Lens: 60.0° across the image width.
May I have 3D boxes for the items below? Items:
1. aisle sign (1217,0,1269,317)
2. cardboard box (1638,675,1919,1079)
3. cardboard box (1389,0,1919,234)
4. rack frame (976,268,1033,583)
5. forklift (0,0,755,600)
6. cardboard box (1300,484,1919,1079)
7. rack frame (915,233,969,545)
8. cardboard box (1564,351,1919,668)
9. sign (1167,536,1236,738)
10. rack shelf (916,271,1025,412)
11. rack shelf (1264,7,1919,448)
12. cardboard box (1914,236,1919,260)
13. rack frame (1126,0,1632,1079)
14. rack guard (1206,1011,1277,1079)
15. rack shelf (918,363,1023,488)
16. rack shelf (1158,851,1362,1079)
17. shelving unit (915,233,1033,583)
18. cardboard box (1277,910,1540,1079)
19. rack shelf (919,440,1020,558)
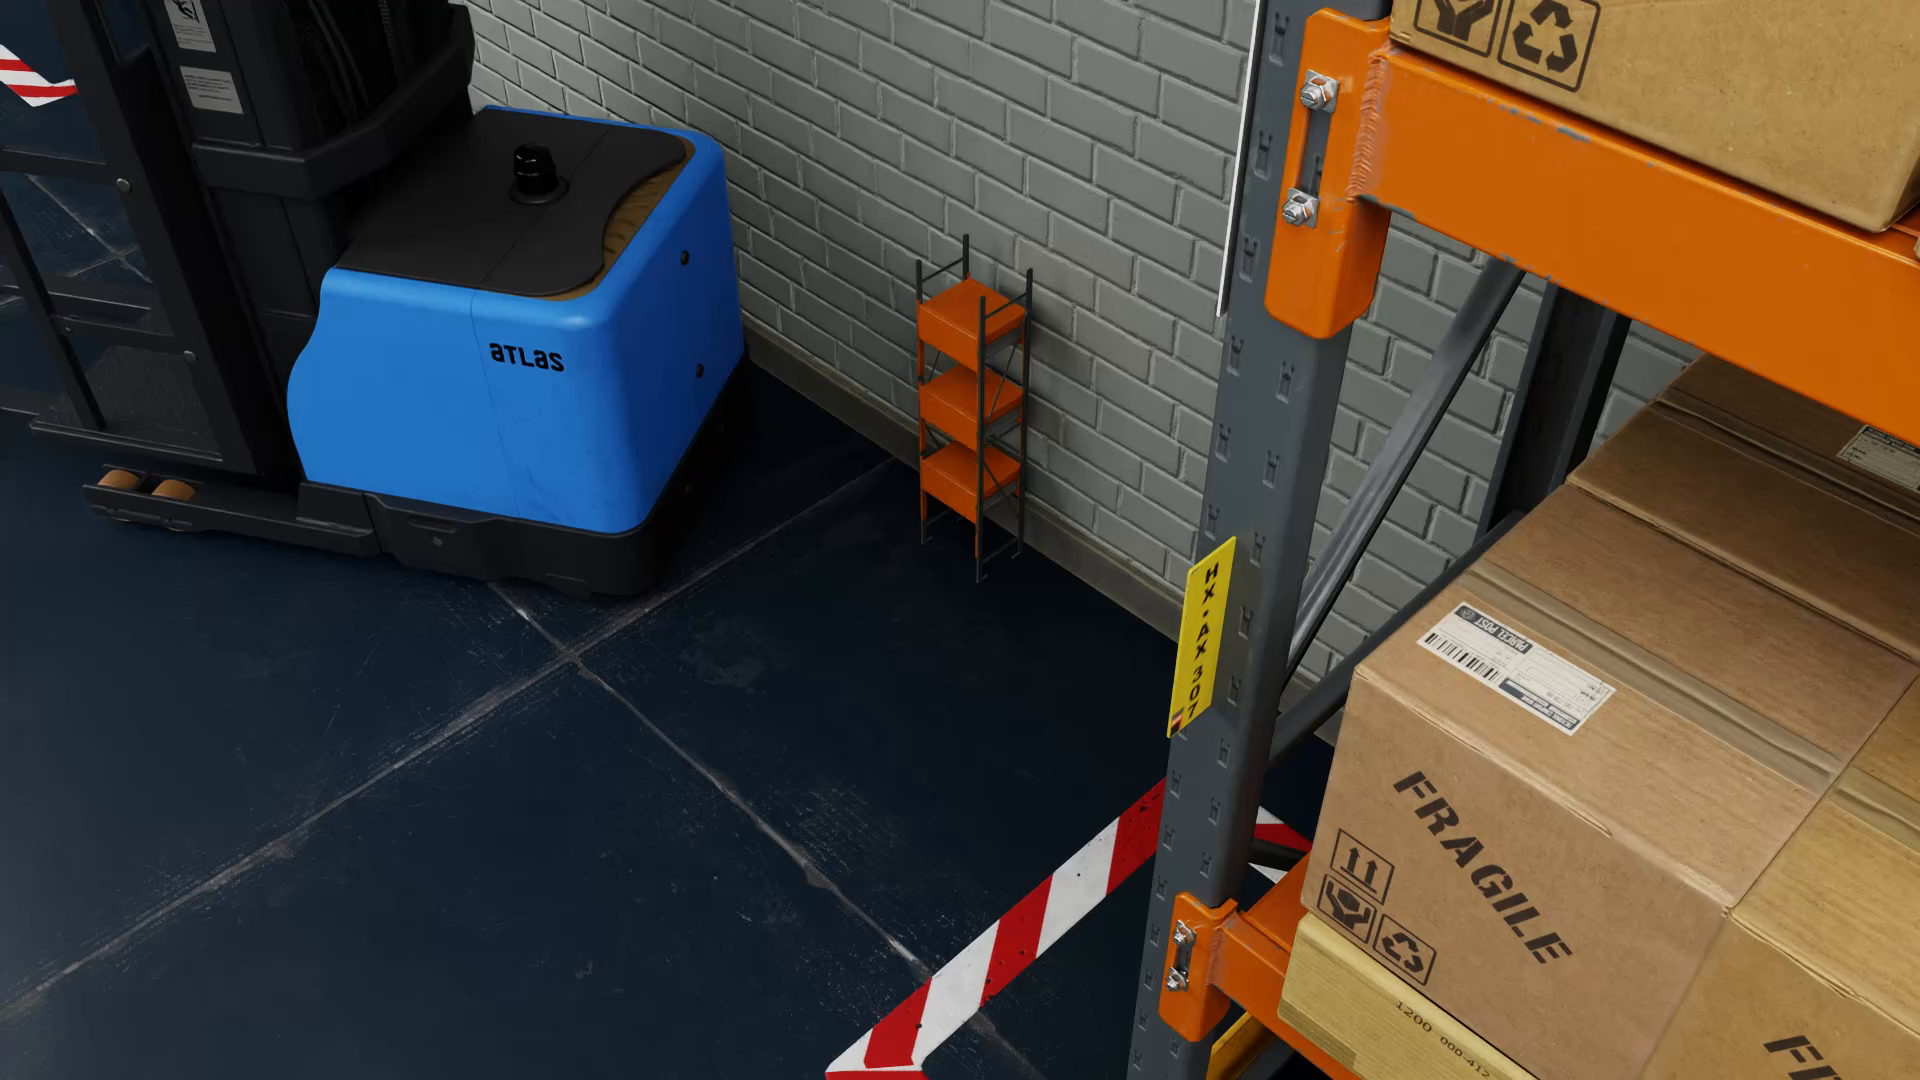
[{"bbox_3d":[0.449,-0.652,1.830,0.394,0.787,0.004,-34,53,-31],"label":"aisle sign"},{"bbox_3d":[1.178,0.582,1.953,0.500,0.500,0.500,-34,52,-31],"label":"cardboard box"},{"bbox_3d":[0.771,-0.671,1.468,0.500,0.500,0.500,-33,52,-30],"label":"cardboard box"},{"bbox_3d":[0.124,-0.301,4.802,0.200,1.050,0.008,-34,53,-31],"label":"rack frame"},{"bbox_3d":[-2.269,-1.439,4.647,3.031,2.935,1.130,10,44,10],"label":"forklift"},{"bbox_3d":[0.836,0.340,2.216,0.500,0.500,0.500,-34,53,-31],"label":"cardboard box"},{"bbox_3d":[-0.048,-0.418,4.929,0.200,1.050,0.008,-34,53,-31],"label":"rack frame"},{"bbox_3d":[1.195,0.091,2.485,0.500,0.500,0.500,34,52,31],"label":"cardboard box"},{"bbox_3d":[0.328,0.136,2.255,0.100,0.325,0.005,-34,53,-31],"label":"sign"},{"bbox_3d":[0.038,-0.561,4.680,0.215,0.259,0.240,-34,53,-31],"label":"rack shelf"},{"bbox_3d":[2.124,0.317,1.016,1.077,0.370,4.000,-34,53,-31],"label":"rack shelf"},{"bbox_3d":[1.125,-0.396,1.170,0.500,0.500,0.500,-31,51,-29],"label":"cardboard box"},{"bbox_3d":[0.712,0.194,2.830,1.000,3.000,0.127,-34,53,-31],"label":"rack frame"},{"bbox_3d":[0.766,1.148,3.639,1.175,0.500,0.348,-34,53,-31],"label":"rack guard"},{"bbox_3d":[0.038,-0.352,4.873,0.215,0.259,0.240,-34,53,-31],"label":"rack shelf"},{"bbox_3d":[2.124,1.419,2.034,1.077,0.370,4.000,-34,53,-31],"label":"rack shelf"},{"bbox_3d":[0.038,-0.360,4.866,0.215,1.050,0.252,-34,53,-31],"label":"shelving unit"},{"bbox_3d":[0.832,0.628,2.456,0.500,0.250,0.500,33,52,30],"label":"cardboard box"},{"bbox_3d":[0.038,-0.148,5.062,0.215,0.259,0.240,-34,53,-31],"label":"rack shelf"}]
